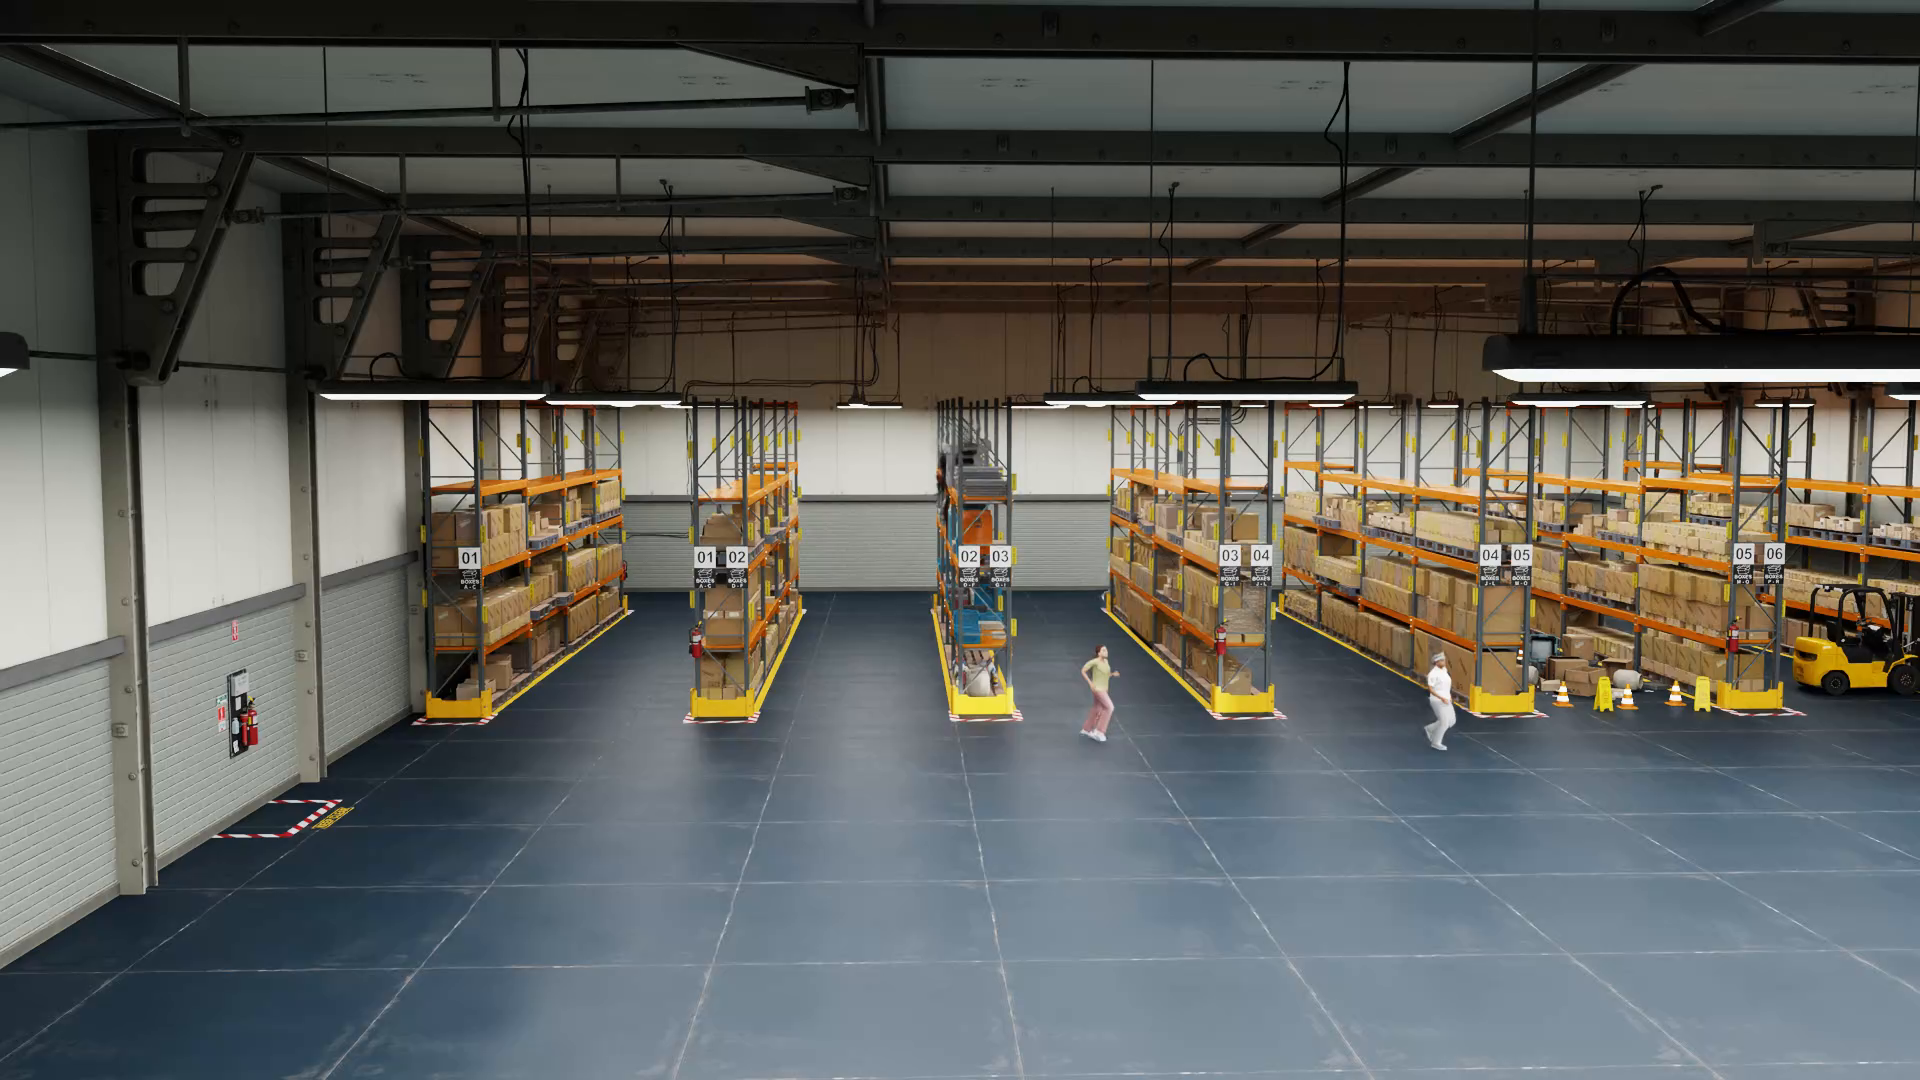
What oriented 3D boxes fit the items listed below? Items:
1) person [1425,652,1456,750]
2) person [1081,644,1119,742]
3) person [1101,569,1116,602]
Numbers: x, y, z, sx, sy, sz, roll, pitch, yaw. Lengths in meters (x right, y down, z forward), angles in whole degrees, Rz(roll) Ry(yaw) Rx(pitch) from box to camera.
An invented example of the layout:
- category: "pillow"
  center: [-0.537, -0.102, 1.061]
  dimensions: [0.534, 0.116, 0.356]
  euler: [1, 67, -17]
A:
- category: "person"
  center: [8.148, 2.721, 28.249]
  dimensions: [0.497, 1.669, 0.579]
  euler: [4, 6, 42]
- category: "person"
  center: [2.446, 2.662, 29.037]
  dimensions: [0.698, 1.712, 0.547]
  euler: [3, 5, 31]
- category: "person"
  center: [4.540, 1.219, 48.755]
  dimensions: [0.800, 1.491, 0.574]
  euler: [1, 4, 9]
